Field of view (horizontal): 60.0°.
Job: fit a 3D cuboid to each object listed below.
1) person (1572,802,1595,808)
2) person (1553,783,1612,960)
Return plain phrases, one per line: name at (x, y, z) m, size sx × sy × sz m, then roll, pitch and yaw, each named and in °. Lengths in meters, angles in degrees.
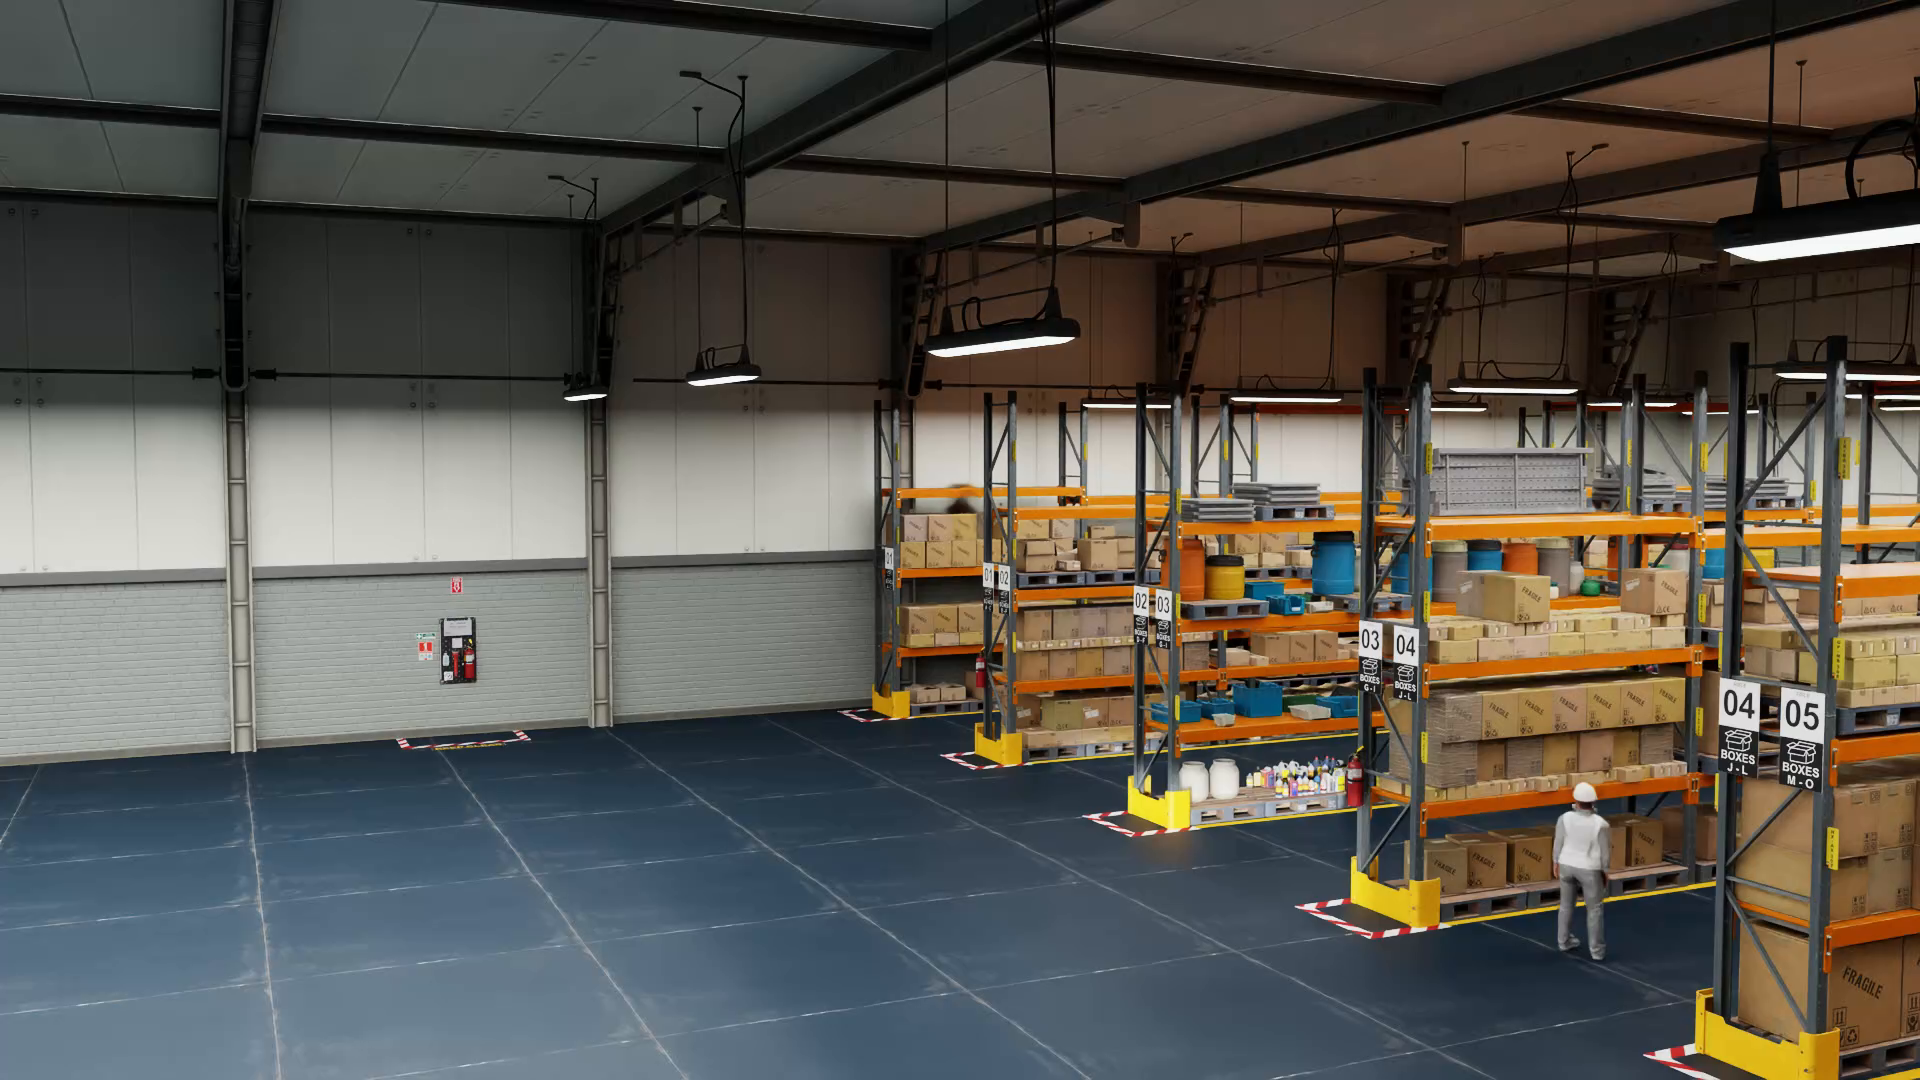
person at (8.918, 2.964, 23.681) m, size 0.379 × 1.692 × 0.480 m, roll 1°, pitch 3°, yaw 14°
person at (6.283, 3.307, 16.759) m, size 0.509 × 1.771 × 0.582 m, roll -3°, pitch 4°, yaw -40°
